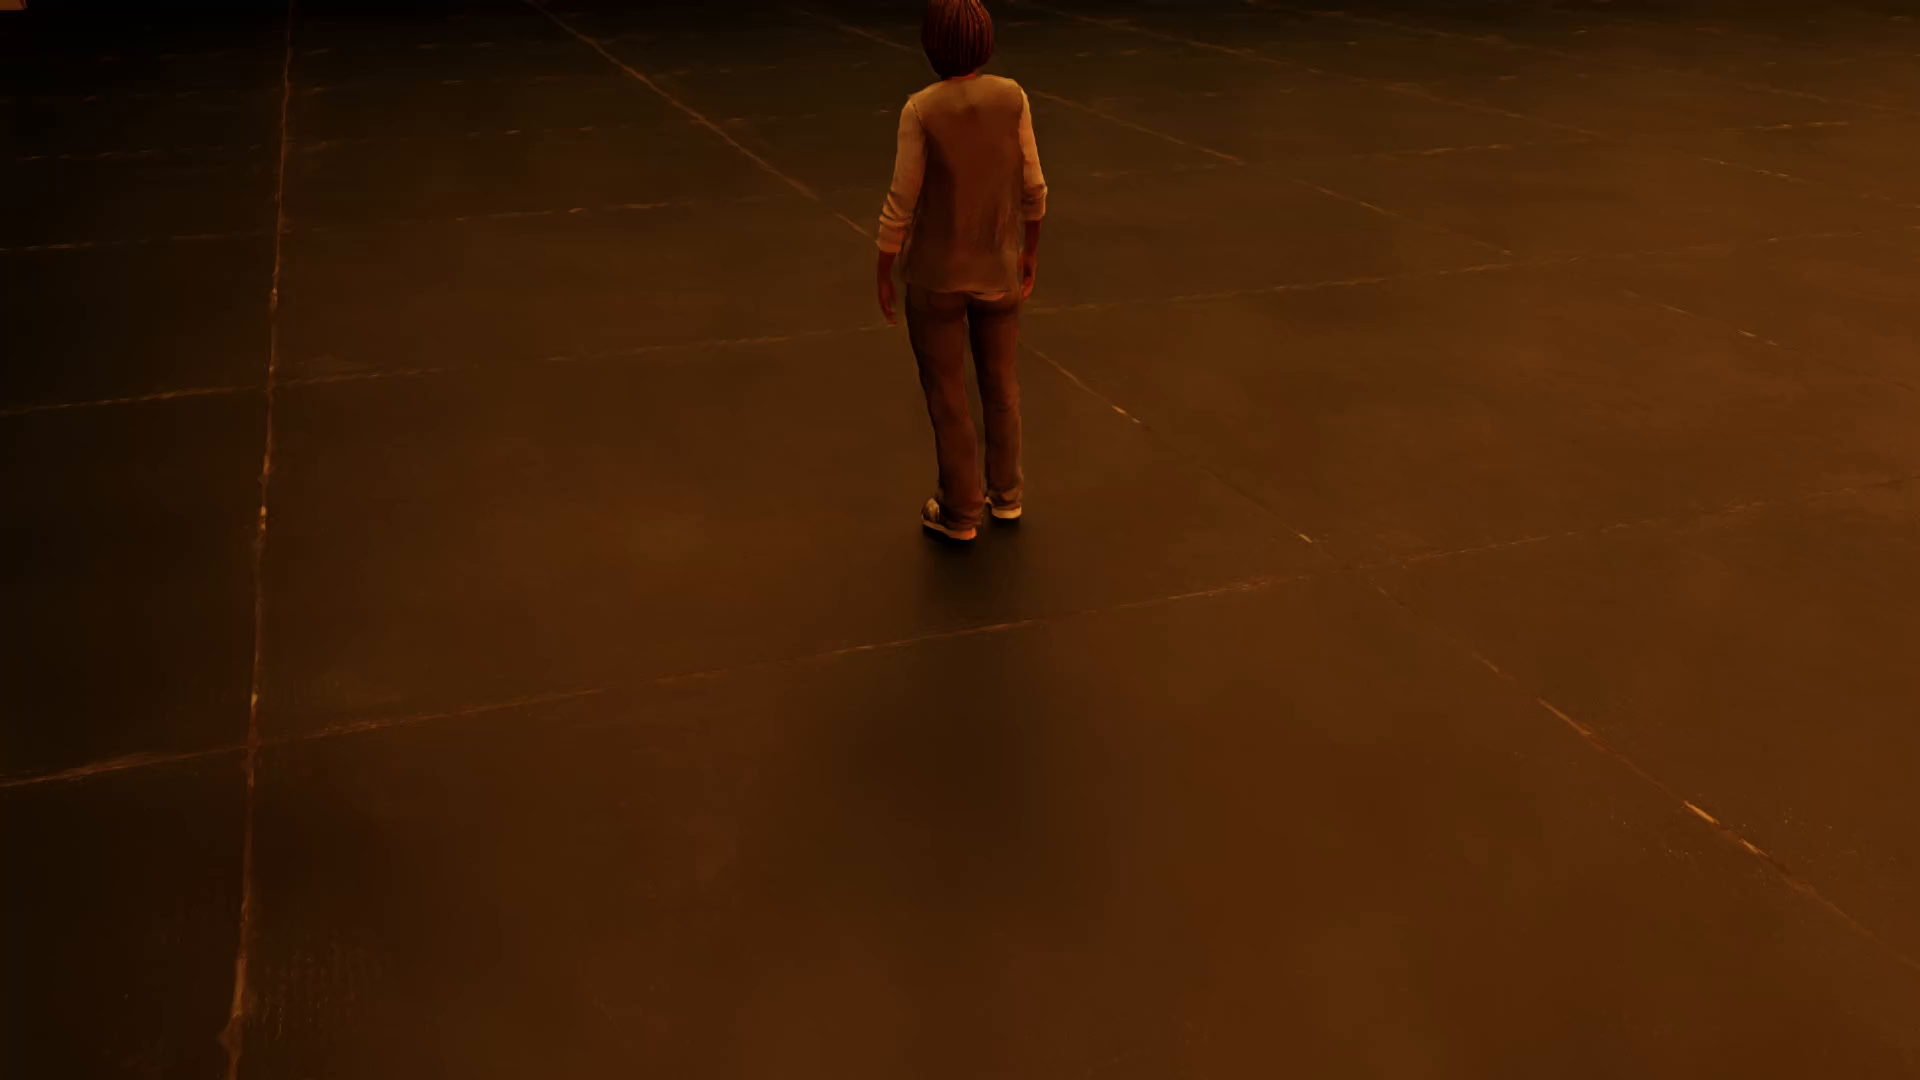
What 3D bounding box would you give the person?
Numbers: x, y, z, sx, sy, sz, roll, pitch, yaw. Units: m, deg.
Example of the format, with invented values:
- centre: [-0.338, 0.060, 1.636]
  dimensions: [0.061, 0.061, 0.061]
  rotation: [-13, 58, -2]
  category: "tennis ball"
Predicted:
- centre: [-0.013, -0.771, 4.836]
  dimensions: [0.521, 1.597, 0.474]
  rotation: [-8, 24, -18]
  category: "person"
